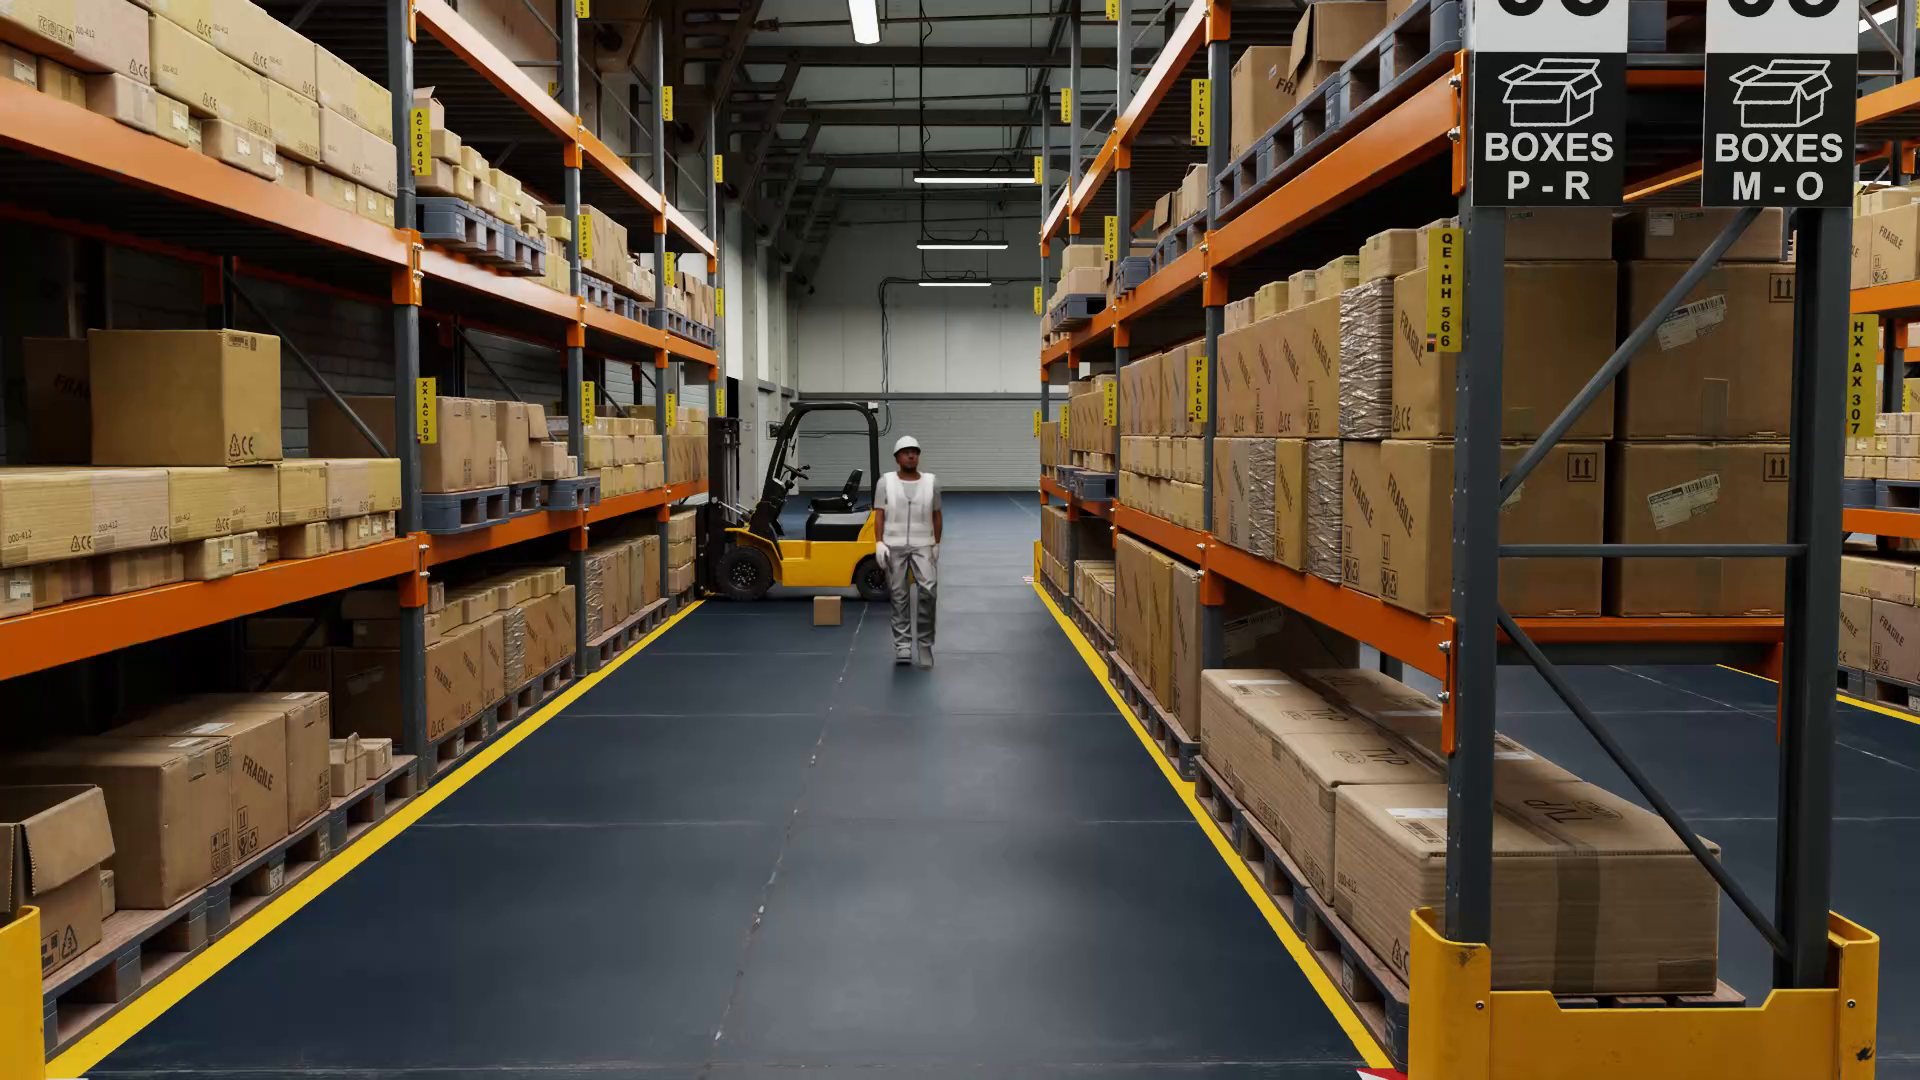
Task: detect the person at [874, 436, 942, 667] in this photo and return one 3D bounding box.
[{"bbox_3d":[-0.405,0.096,13.060,0.544,1.825,0.489,0,4,-3],"label":"person"}]
